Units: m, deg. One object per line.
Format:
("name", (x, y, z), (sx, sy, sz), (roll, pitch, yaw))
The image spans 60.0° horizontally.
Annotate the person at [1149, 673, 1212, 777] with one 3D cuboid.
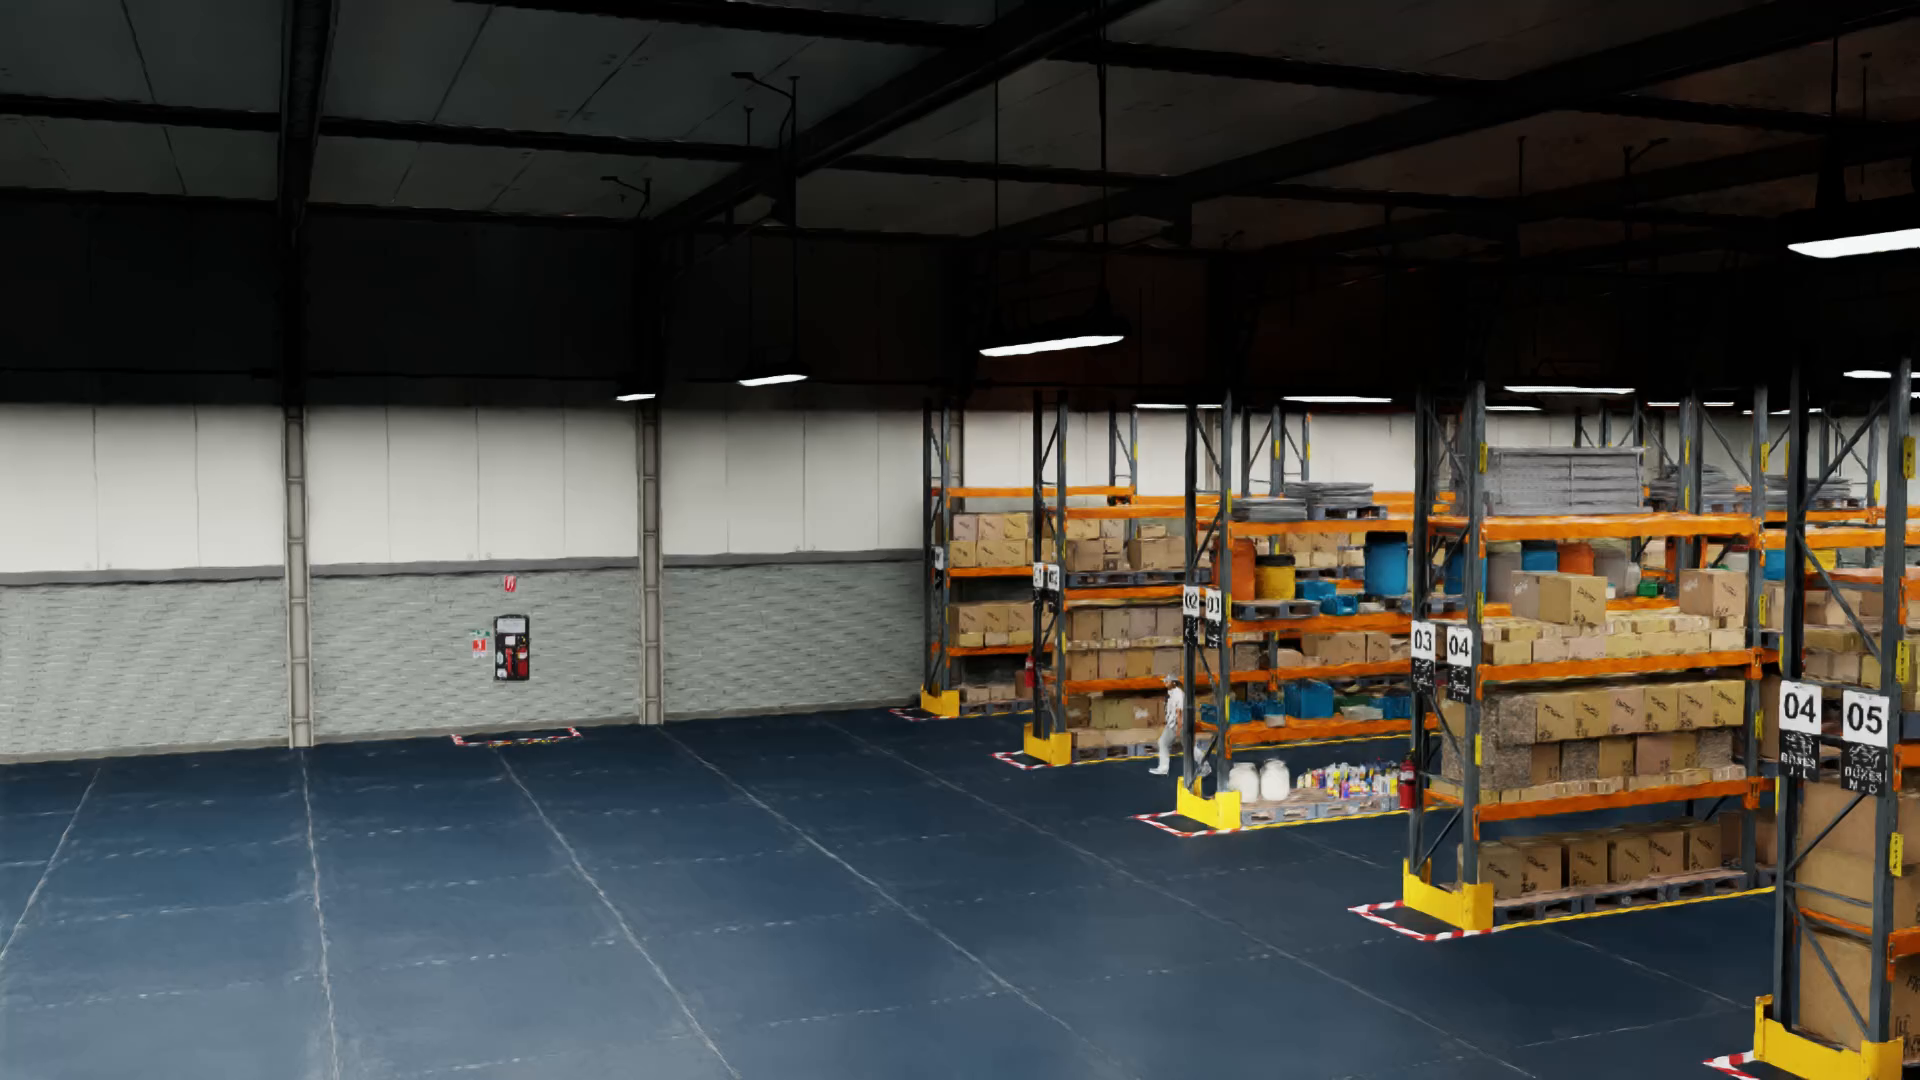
("person", (3.413, 2.853, 25.660), (0.934, 1.594, 0.527), (0, 3, -2))
